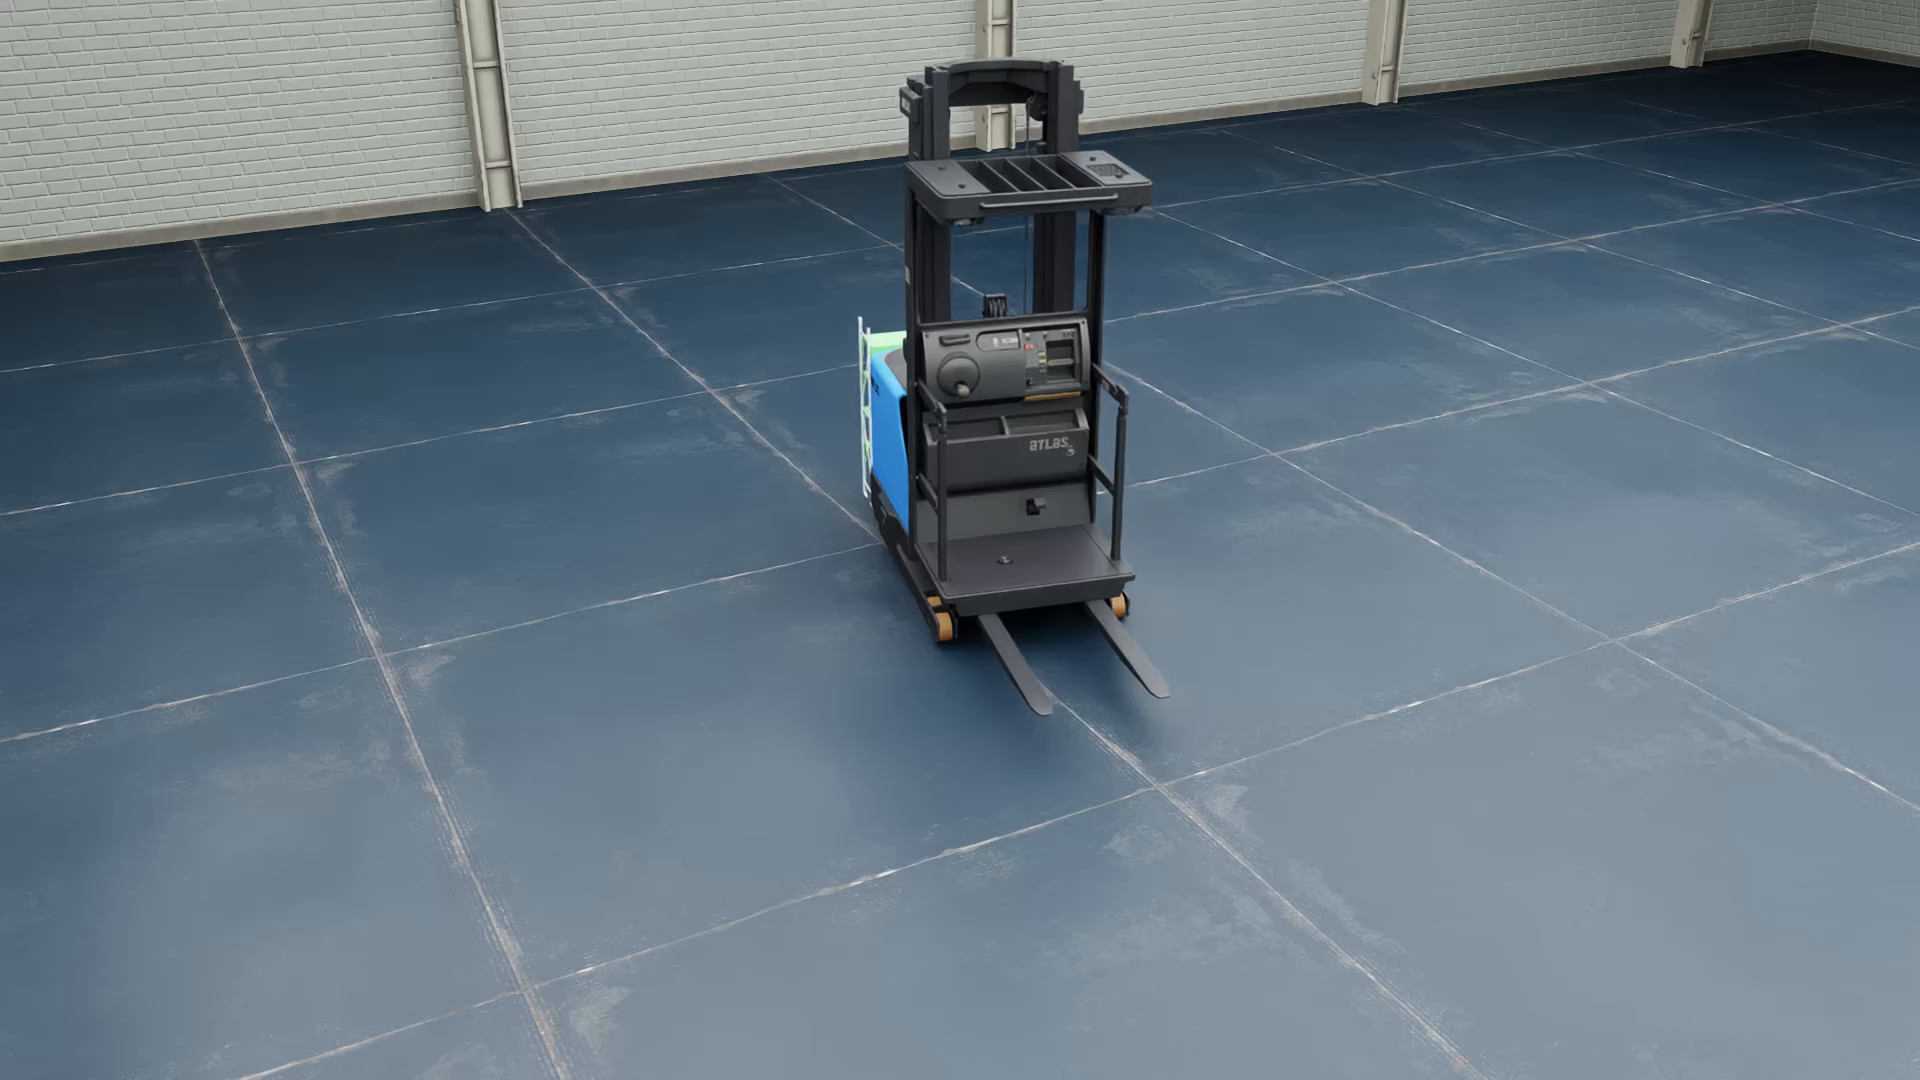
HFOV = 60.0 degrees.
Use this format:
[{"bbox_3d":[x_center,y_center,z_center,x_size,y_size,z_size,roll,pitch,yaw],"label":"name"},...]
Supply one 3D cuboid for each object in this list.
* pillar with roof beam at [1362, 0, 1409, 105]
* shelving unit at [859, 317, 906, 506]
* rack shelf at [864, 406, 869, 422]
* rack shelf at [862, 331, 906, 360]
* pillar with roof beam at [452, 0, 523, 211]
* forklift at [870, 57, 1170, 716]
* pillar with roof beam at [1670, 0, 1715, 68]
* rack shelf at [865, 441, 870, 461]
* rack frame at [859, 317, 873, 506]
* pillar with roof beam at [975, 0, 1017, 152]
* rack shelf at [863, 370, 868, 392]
[{"bbox_3d":[7.746,-8.397,17.342,0.400,9.000,9.100,-13,29,-25],"label":"pillar with roof beam"},{"bbox_3d":[-0.358,-0.832,10.596,0.503,1.200,0.258,-7,27,-15],"label":"shelving unit"},{"bbox_3d":[-0.358,-0.774,10.624,0.480,0.148,0.258,-7,27,-15],"label":"rack shelf"},{"bbox_3d":[-0.358,-1.207,10.416,0.480,0.148,0.258,-7,27,-15],"label":"rack shelf"},{"bbox_3d":[-2.842,-5.953,12.251,0.400,9.000,9.100,-13,29,-25],"label":"pillar with roof beam"},{"bbox_3d":[0.313,-0.949,8.839,1.130,2.935,3.031,-7,26,-14],"label":"forklift"},{"bbox_3d":[13.040,-9.619,19.887,0.400,9.000,9.100,-13,29,-25],"label":"pillar with roof beam"},{"bbox_3d":[-0.358,-0.558,10.728,0.480,0.148,0.258,-7,27,-15],"label":"rack shelf"},{"bbox_3d":[-0.592,-0.802,10.533,0.015,1.200,0.240,-7,27,-15],"label":"rack frame"},{"bbox_3d":[2.452,-7.175,14.797,0.400,9.000,9.100,-13,29,-25],"label":"pillar with roof beam"},{"bbox_3d":[-0.358,-0.991,10.520,0.480,0.148,0.258,-7,27,-15],"label":"rack shelf"}]
